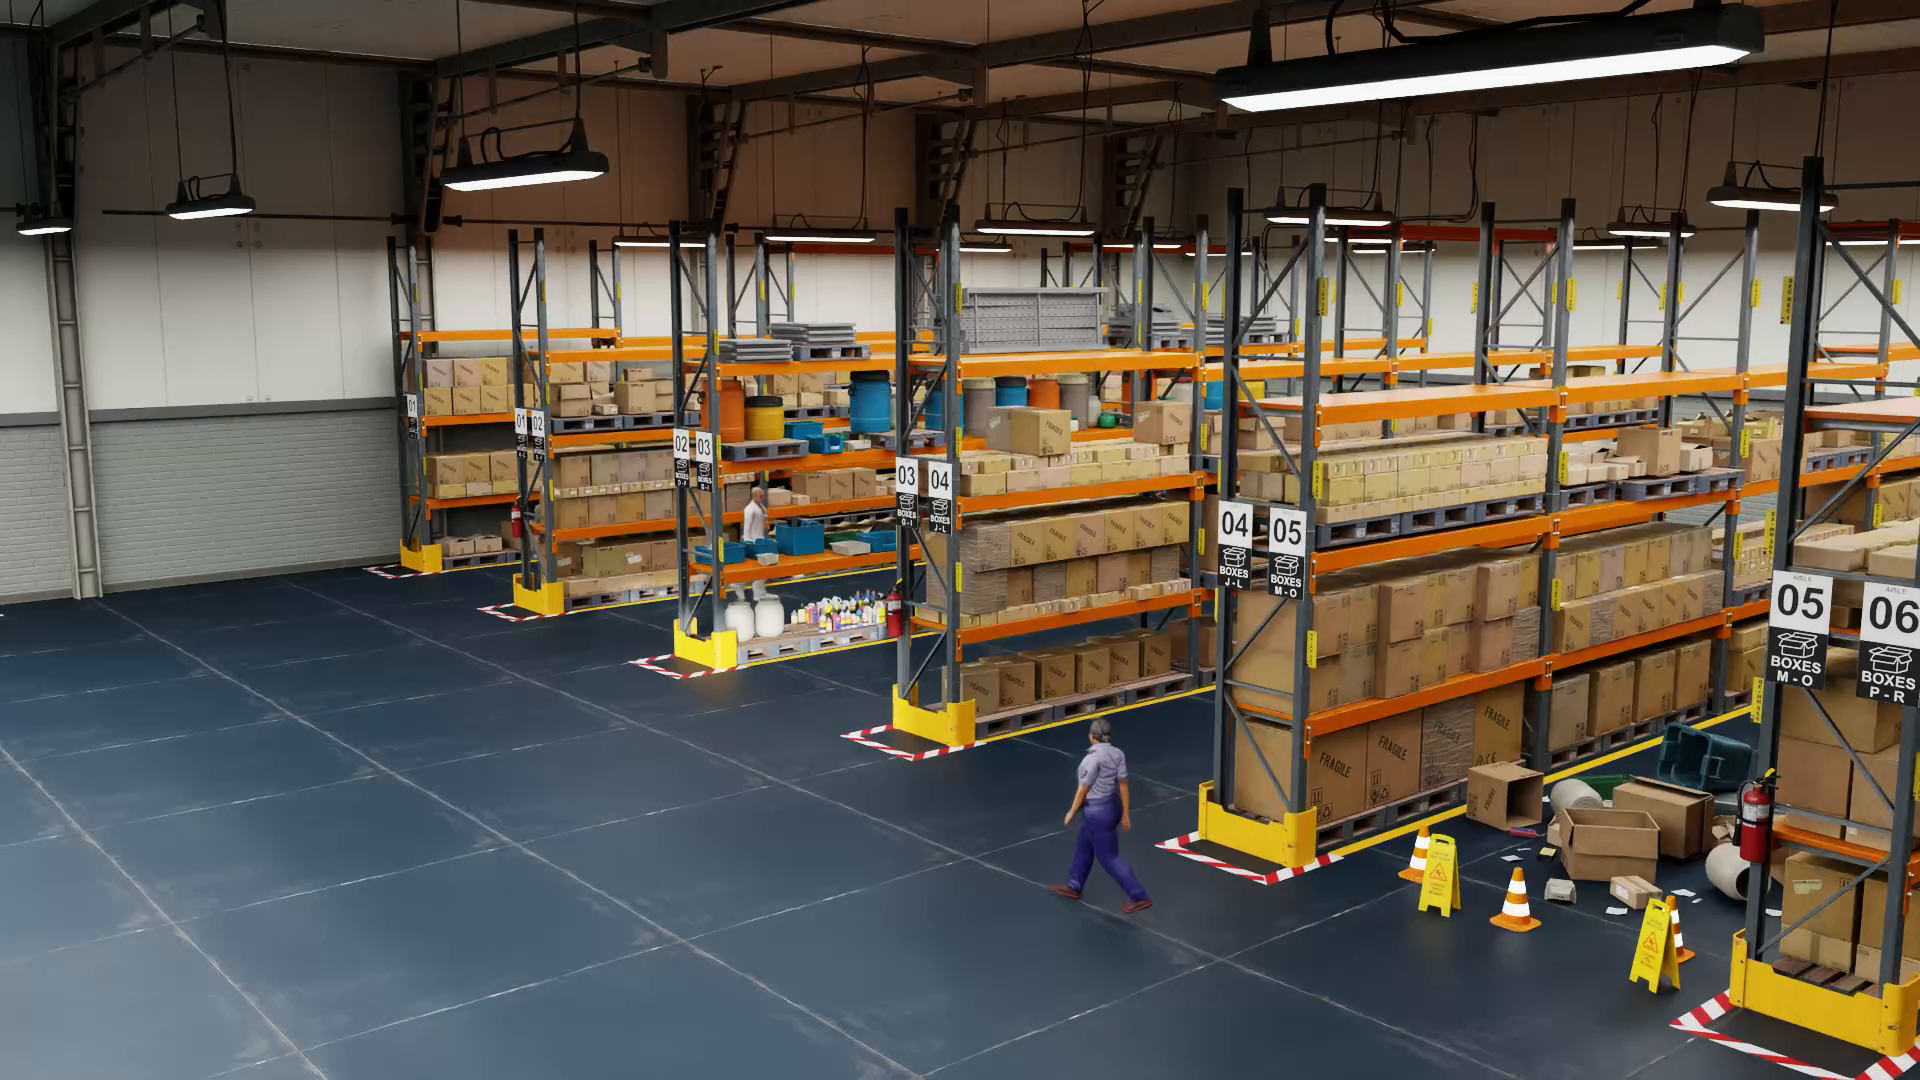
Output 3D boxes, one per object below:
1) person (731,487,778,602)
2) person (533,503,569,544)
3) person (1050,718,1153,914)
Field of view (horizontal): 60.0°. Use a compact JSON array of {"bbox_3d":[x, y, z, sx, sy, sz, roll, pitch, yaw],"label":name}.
[{"bbox_3d":[-3.189,0.072,25.669,0.717,1.810,0.568,-1,9,-7],"label":"person"},{"bbox_3d":[-6.976,-0.027,28.378,0.599,1.739,0.487,-2,9,-14],"label":"person"},{"bbox_3d":[1.151,2.269,13.761,0.985,1.608,0.442,4,10,24],"label":"person"}]
